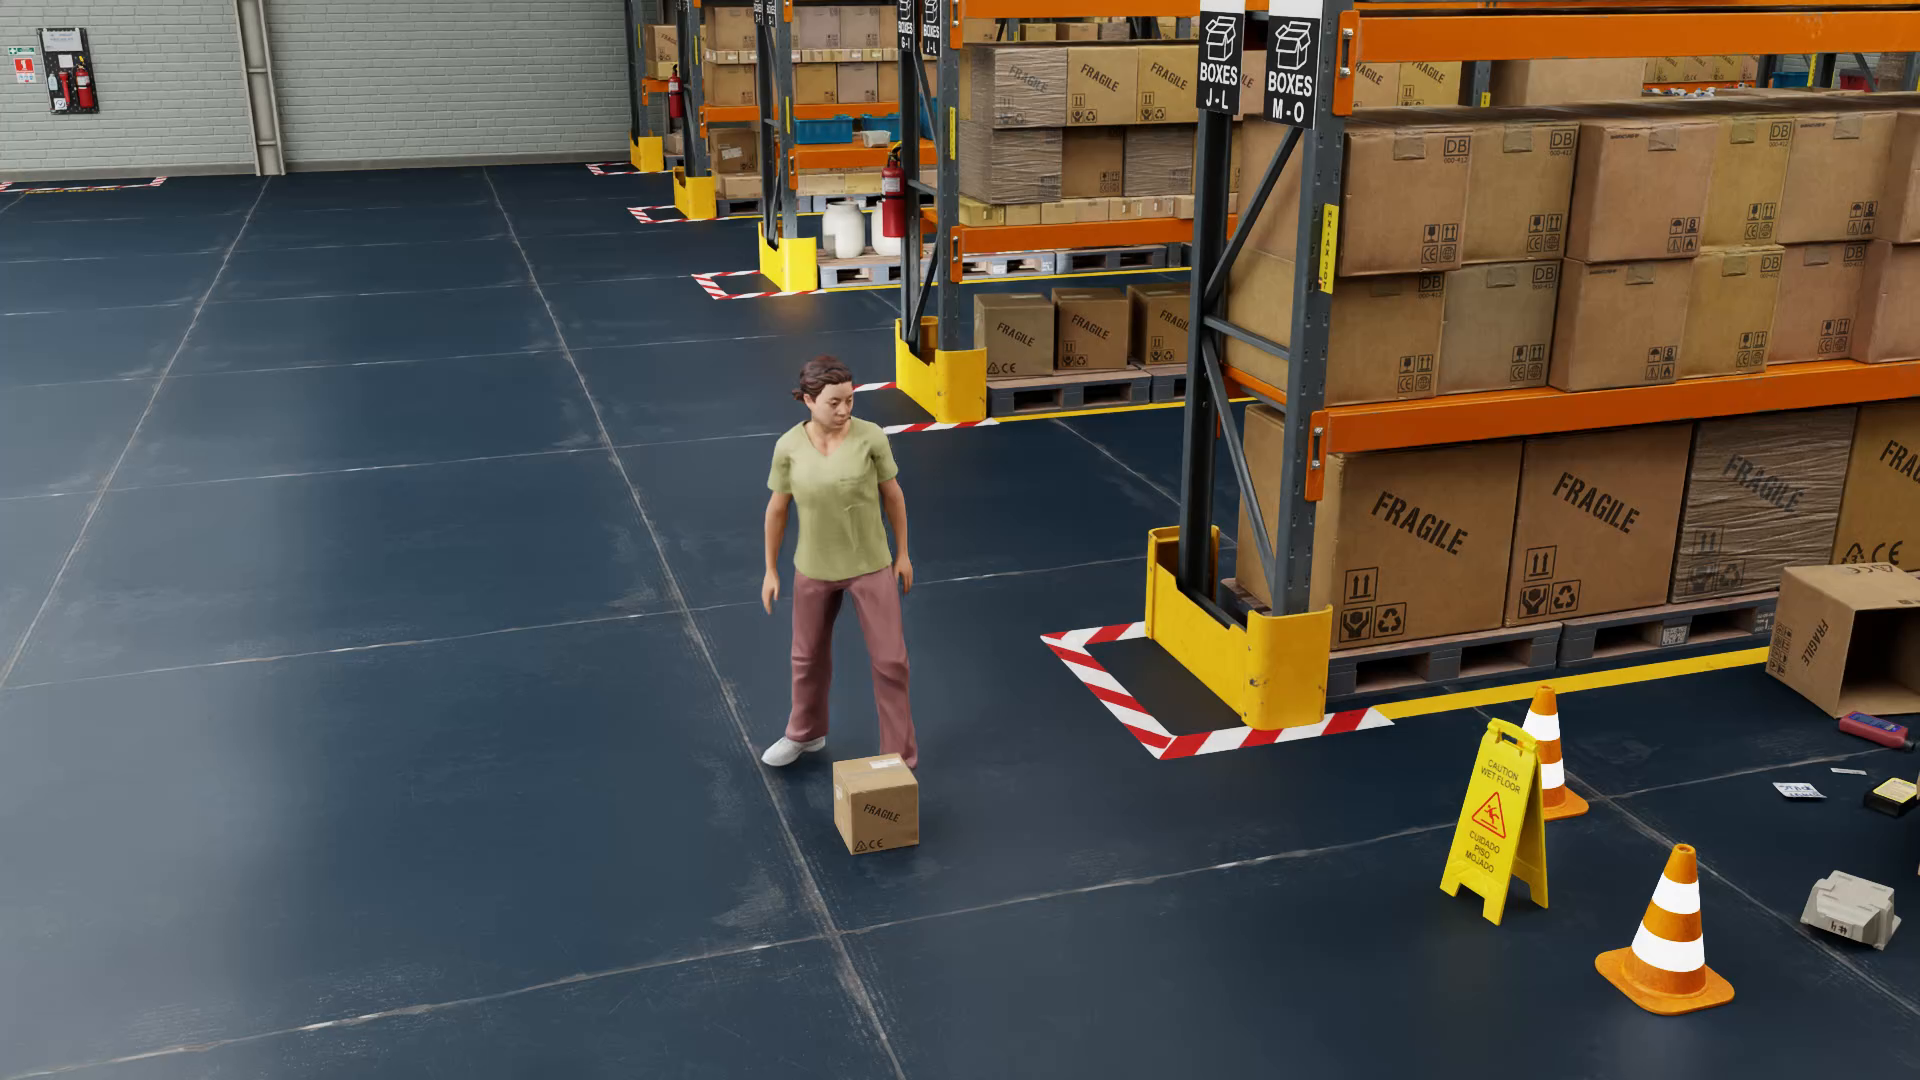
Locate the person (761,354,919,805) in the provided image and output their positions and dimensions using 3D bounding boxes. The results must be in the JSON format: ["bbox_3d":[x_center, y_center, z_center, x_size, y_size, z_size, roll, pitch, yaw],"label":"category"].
[{"bbox_3d":[-0.456,0.141,6.178,0.651,1.708,0.517,2,19,6],"label":"person"}]
